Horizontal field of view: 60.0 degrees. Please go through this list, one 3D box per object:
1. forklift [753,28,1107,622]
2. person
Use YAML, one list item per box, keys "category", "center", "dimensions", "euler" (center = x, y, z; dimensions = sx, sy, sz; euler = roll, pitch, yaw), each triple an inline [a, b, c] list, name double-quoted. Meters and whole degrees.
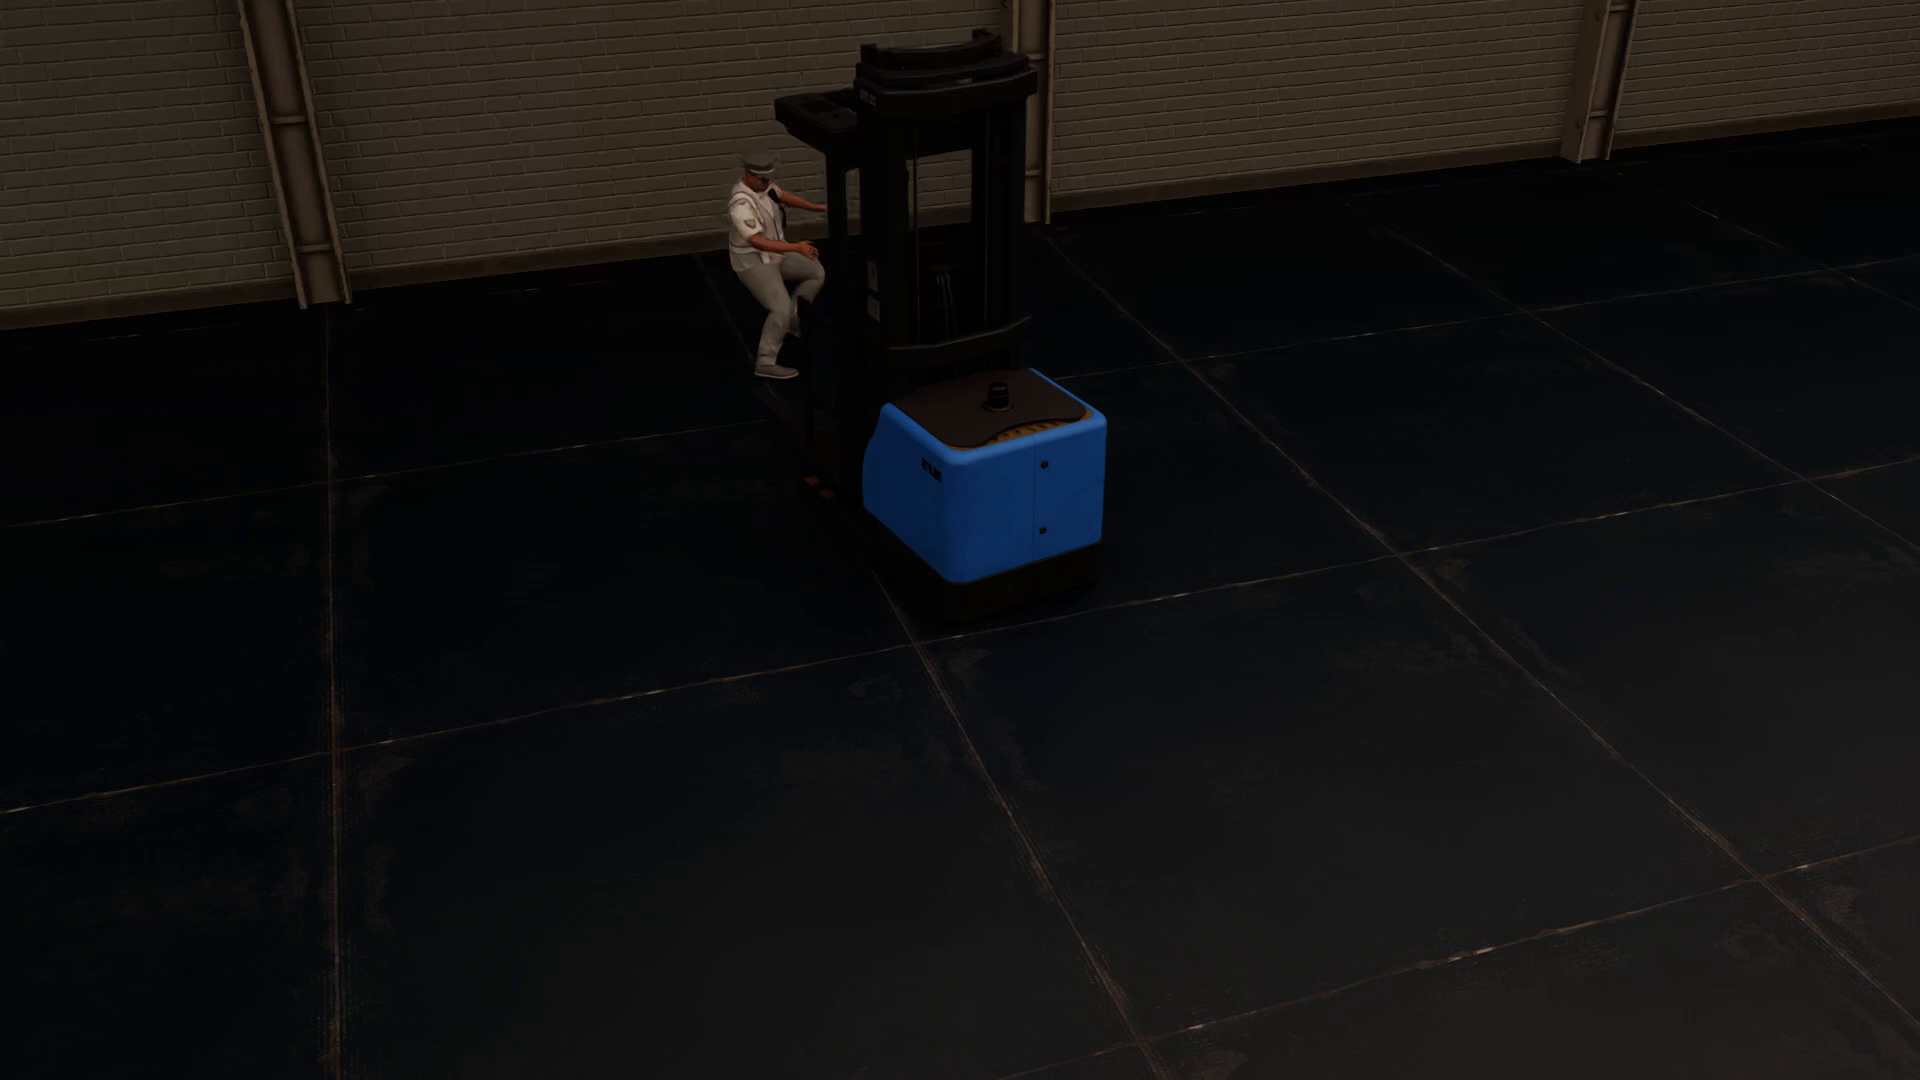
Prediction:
- category: "forklift"
  center: [-0.359, -1.524, 9.736]
  dimensions: [1.130, 2.935, 3.031]
  euler: [-16, 34, -26]
- category: "person"
  center: [-1.274, -2.058, 12.045]
  dimensions: [0.790, 1.549, 0.945]
  euler: [9, 31, 16]
